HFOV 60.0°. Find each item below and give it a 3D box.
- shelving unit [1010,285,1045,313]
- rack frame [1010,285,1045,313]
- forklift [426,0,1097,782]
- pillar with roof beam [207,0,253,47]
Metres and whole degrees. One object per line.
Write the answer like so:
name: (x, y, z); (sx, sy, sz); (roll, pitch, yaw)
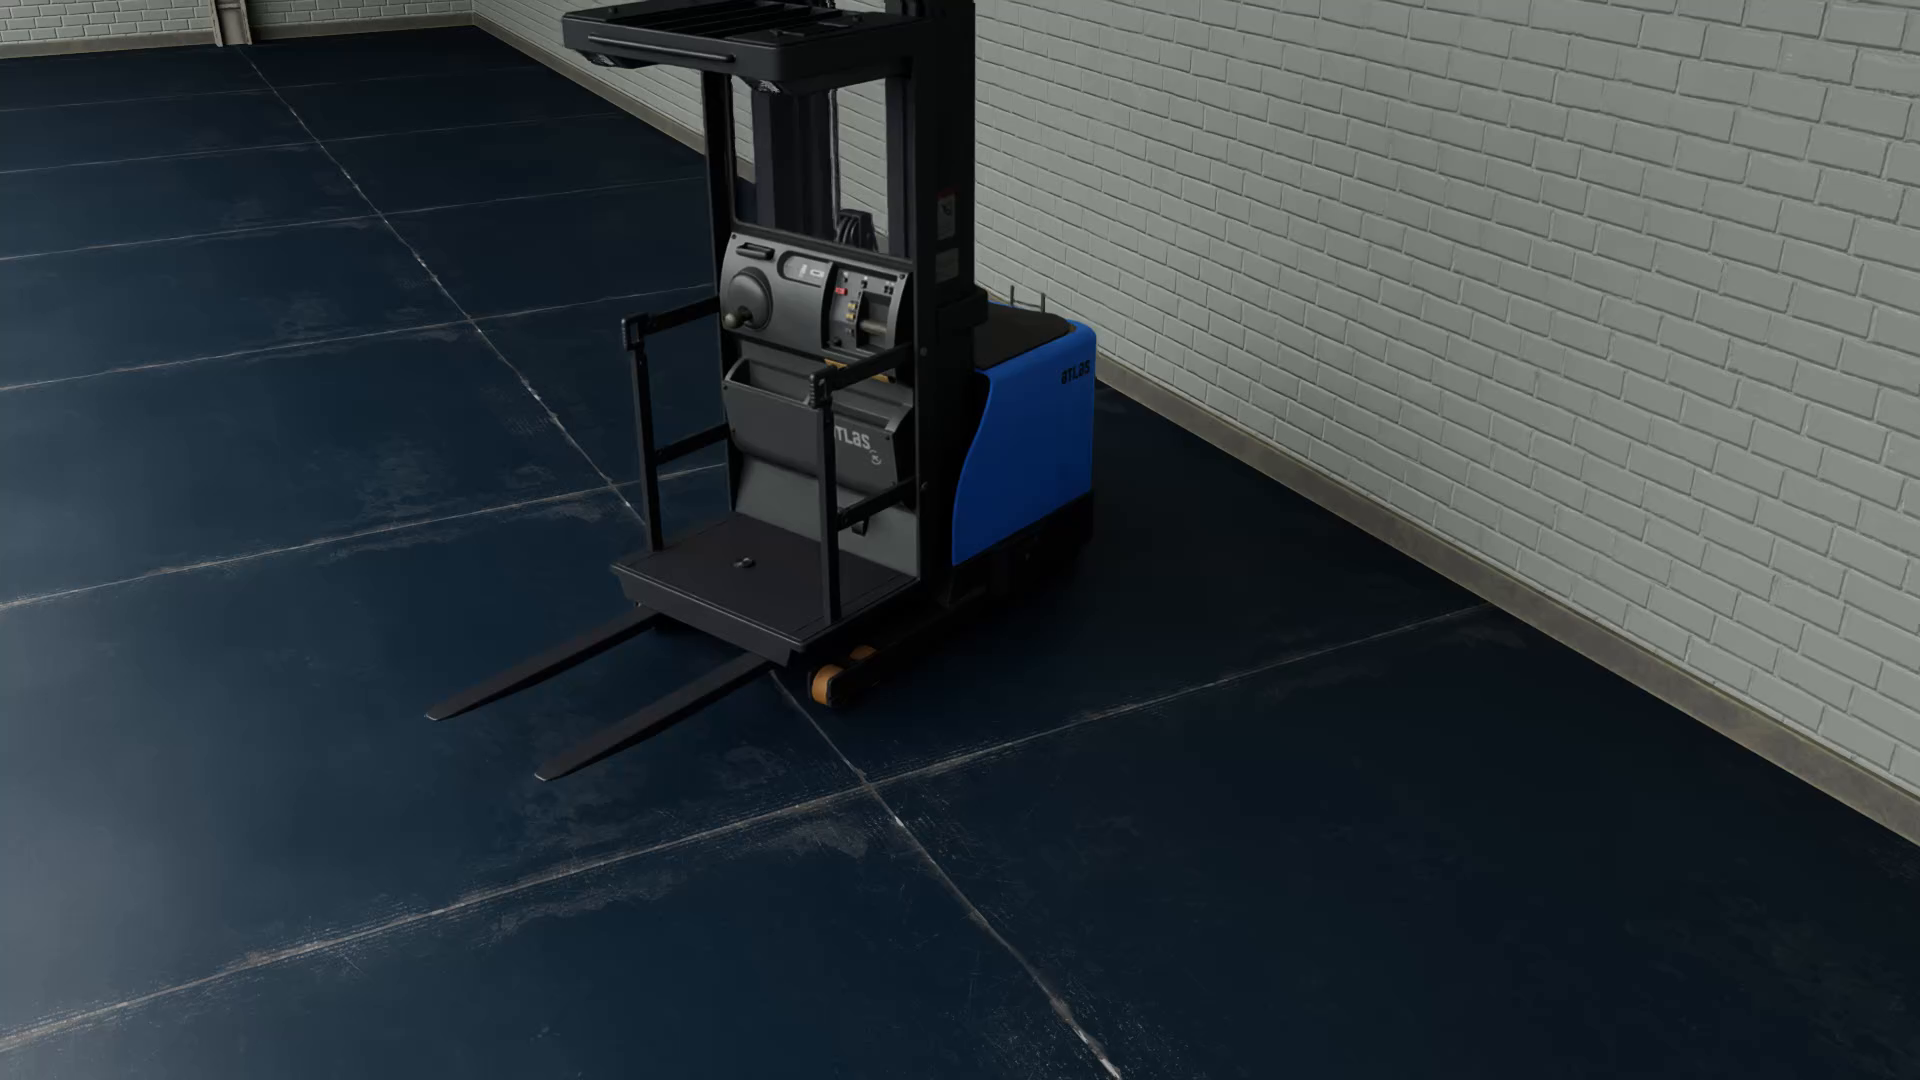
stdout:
shelving unit: (0.240, -0.656, 7.902); (0.215, 1.050, 0.252); (19, 32, 34)
rack frame: (0.316, -0.697, 7.988); (0.200, 1.050, 0.008); (19, 32, 34)
forklift: (-0.704, -0.917, 6.273); (1.130, 2.935, 3.031); (19, 32, 34)
pillar with roof beam: (-6.922, -8.532, 15.124); (0.400, 9.000, 9.100); (-13, 29, -25)
